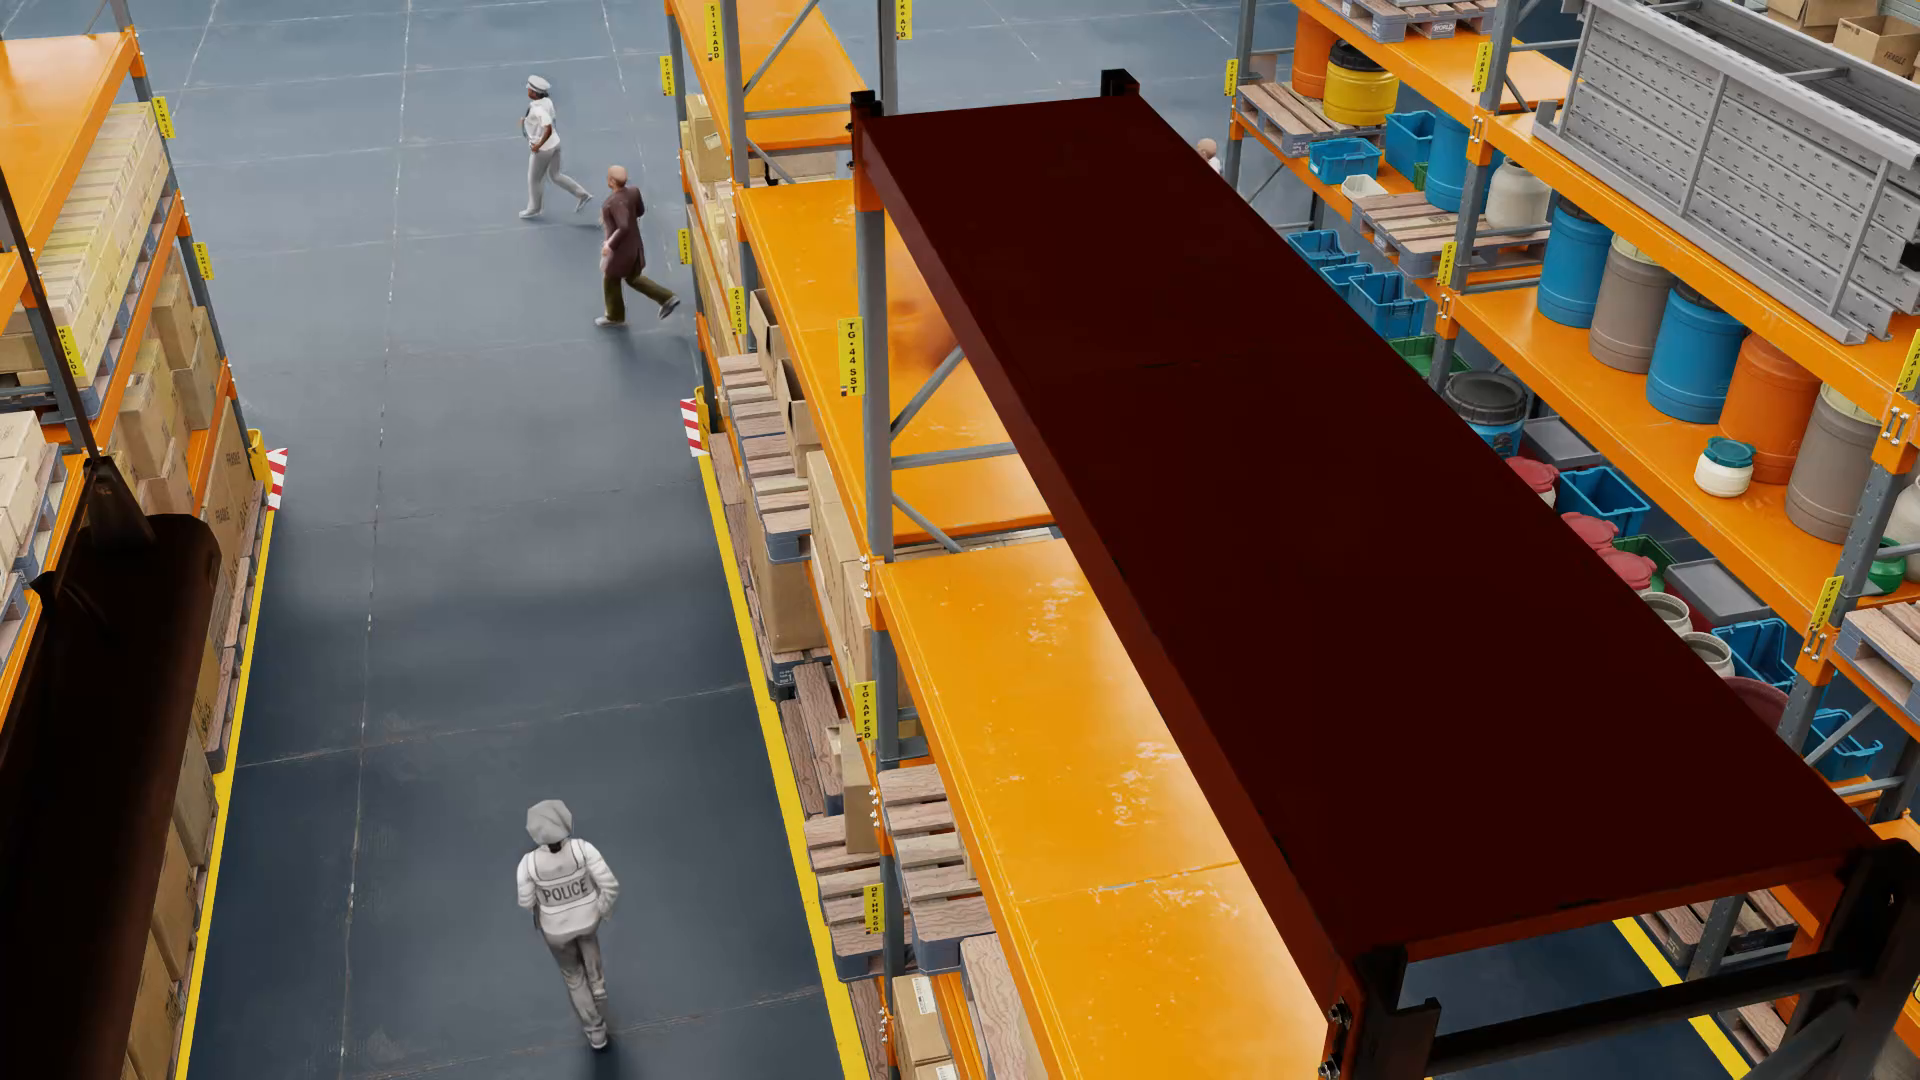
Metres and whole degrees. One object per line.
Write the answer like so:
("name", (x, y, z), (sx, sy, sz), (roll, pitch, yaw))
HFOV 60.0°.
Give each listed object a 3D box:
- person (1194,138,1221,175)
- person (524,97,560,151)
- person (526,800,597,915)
("person", (2.487, -3.247, 17.408), (0.944, 1.607, 0.713), (14, 37, 20))
("person", (-4.760, -4.763, 18.983), (0.409, 0.583, 0.543), (7, 35, 10))
("person", (-2.245, 1.786, 9.276), (0.361, 0.801, 0.294), (-16, 38, -22))
